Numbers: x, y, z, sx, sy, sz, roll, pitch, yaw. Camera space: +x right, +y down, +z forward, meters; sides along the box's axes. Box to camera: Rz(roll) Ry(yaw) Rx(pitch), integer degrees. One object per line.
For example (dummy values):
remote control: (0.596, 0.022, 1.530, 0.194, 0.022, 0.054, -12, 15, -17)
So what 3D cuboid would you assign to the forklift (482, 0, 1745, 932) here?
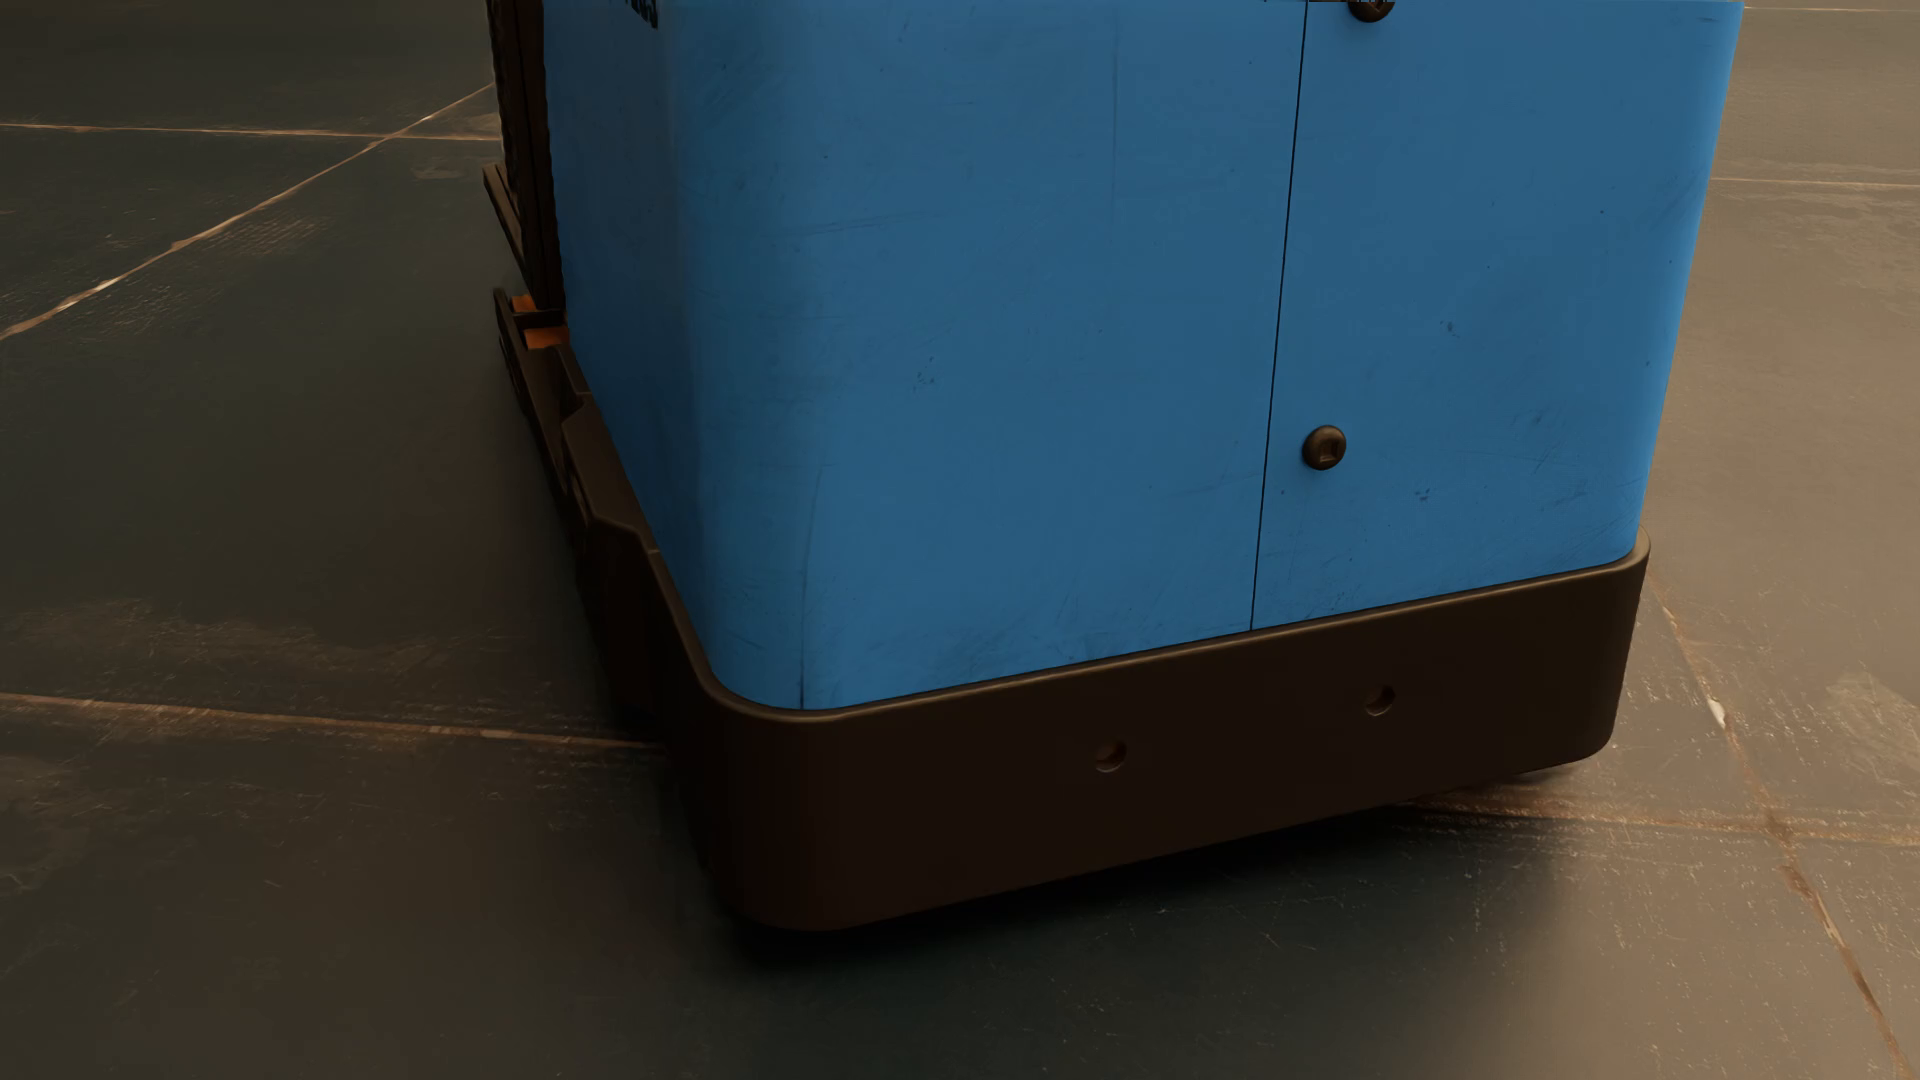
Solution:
forklift: (-0.222, -1.574, 2.373, 1.130, 2.935, 3.031, -9, 28, -18)
